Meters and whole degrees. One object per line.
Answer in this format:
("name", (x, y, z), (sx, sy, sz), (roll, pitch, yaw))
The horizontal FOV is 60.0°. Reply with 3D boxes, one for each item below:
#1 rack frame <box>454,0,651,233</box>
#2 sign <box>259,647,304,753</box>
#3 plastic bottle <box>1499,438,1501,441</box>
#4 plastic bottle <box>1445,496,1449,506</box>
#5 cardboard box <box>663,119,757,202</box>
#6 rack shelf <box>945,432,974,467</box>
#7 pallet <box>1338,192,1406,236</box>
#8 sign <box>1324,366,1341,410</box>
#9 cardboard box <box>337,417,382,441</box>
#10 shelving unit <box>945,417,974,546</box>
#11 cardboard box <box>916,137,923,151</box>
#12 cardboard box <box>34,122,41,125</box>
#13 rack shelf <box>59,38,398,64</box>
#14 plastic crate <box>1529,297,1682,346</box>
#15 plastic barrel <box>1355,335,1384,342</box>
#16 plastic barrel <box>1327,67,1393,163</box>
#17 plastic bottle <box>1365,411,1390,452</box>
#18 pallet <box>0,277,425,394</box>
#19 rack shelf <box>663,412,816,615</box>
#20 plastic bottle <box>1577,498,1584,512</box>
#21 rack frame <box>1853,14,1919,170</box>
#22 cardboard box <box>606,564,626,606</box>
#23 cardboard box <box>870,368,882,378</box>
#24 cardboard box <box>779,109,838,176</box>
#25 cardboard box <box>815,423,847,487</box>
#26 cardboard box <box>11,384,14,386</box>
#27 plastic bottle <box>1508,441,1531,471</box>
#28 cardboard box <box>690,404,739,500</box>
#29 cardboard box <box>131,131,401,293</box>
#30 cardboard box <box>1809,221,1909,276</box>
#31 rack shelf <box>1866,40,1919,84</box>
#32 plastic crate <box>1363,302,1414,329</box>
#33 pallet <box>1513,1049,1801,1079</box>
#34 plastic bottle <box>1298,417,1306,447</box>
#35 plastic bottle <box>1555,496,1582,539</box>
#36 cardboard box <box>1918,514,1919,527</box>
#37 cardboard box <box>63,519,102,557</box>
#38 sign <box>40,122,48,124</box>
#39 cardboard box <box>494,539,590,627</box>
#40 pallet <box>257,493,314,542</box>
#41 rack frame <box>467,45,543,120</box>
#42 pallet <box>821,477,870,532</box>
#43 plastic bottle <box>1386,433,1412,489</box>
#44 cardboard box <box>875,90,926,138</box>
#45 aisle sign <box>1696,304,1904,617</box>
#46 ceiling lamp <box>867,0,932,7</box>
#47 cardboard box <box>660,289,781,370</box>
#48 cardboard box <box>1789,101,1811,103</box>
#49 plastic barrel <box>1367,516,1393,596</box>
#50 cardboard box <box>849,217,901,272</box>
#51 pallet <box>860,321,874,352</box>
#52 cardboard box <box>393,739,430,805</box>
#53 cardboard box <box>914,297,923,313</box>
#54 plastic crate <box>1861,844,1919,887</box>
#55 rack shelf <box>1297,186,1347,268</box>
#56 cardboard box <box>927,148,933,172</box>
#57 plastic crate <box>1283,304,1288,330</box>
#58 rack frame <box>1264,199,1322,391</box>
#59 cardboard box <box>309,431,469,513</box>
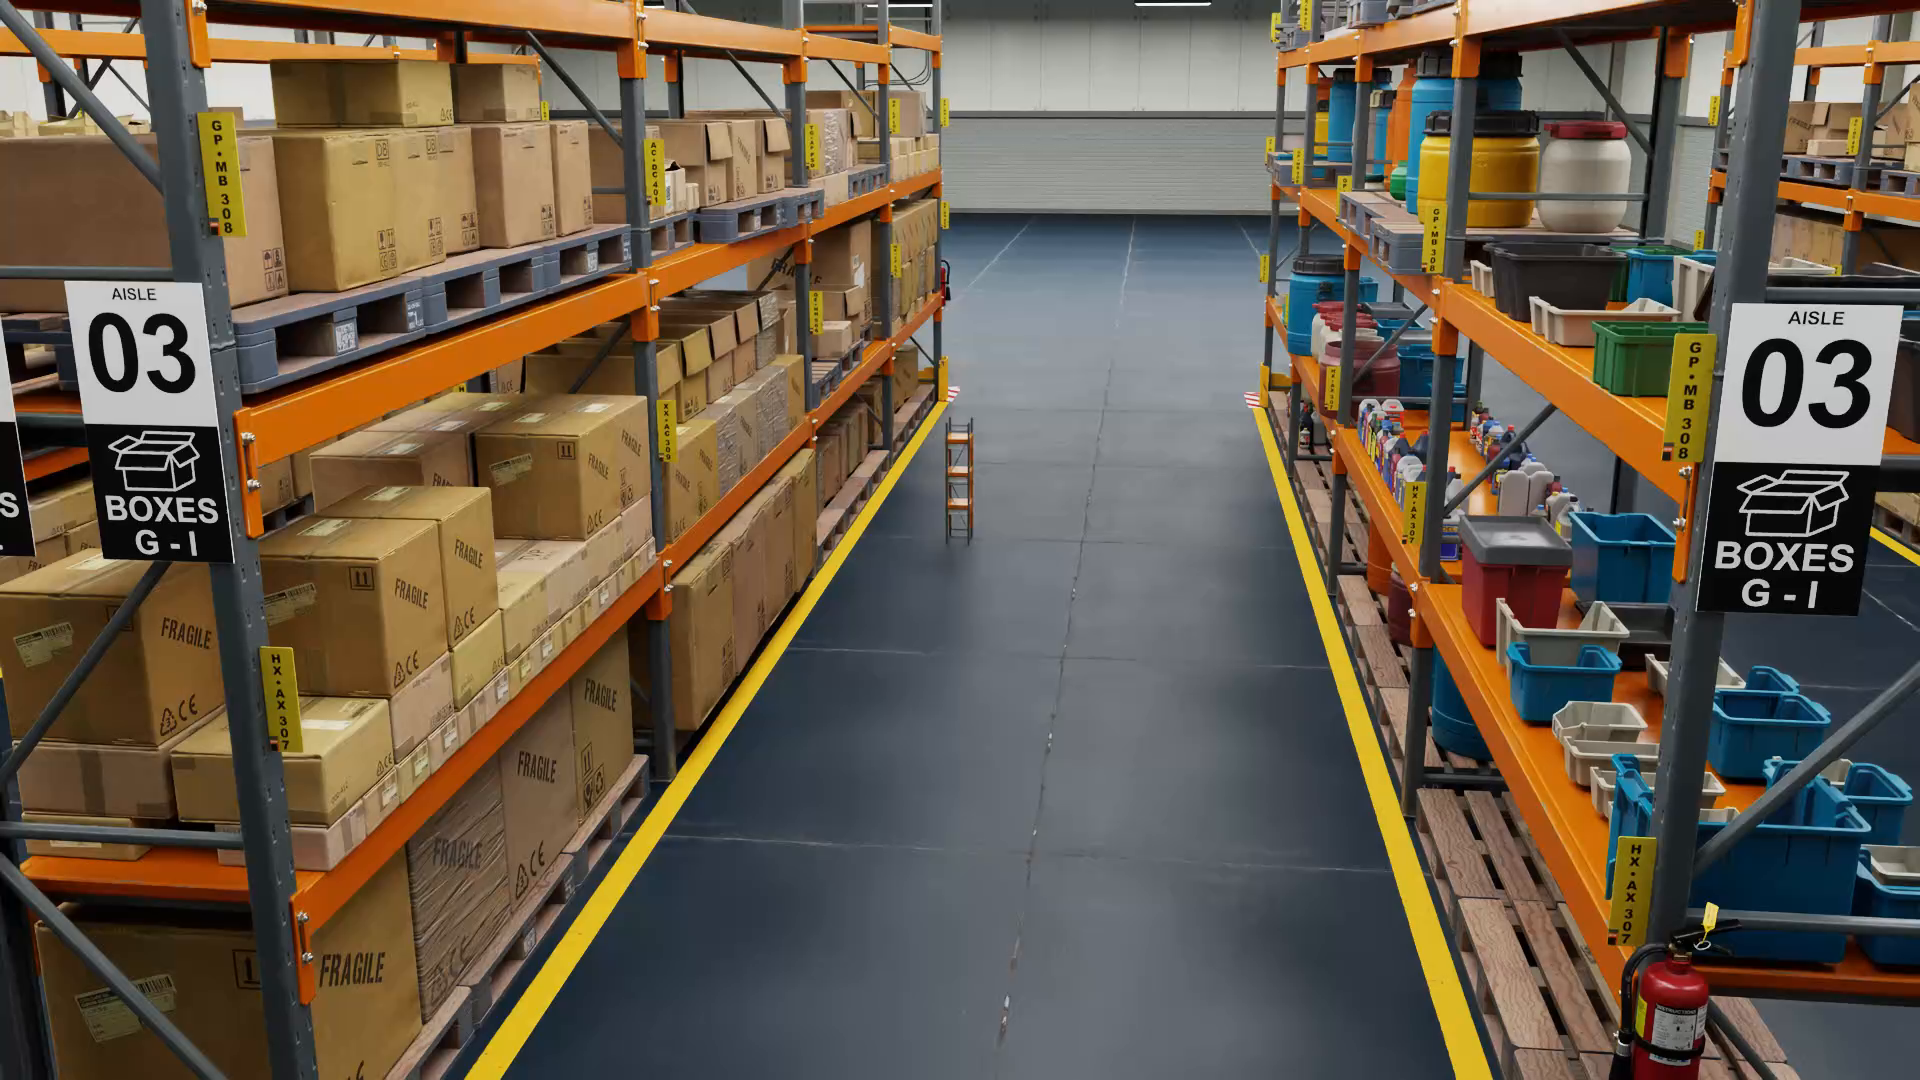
("rack frame", (-2.086, -3.026, 8.114), (1.000, 3.000, 0.127), (2, 15, 6))
("sign", (-1.987, 0.469, 4.871), (0.100, 0.325, 0.005), (2, 15, 6))
("plastic bottle", (3.542, -0.568, 10.895), (0.097, 0.201, 0.097), (0, 15, 0))
("plastic bottle", (2.600, -0.131, 9.137), (0.152, 0.276, 0.135), (2, 15, 6))
("cardboard box", (-1.642, -2.480, 10.844), (0.500, 0.500, 0.500), (3, 15, 9))
("rack shelf", (-0.006, -0.757, 13.902), (0.215, 0.259, 0.240), (2, 15, 6))
("pallet", (3.103, -2.183, 11.104), (1.003, 0.211, 1.213), (2, 15, 6))
("sign", (2.739, -1.115, 12.226), (0.100, 0.325, 0.005), (2, 15, 6))
("cardboard box", (-6.193, -1.080, 15.916), (1.050, 0.750, 0.750), (2, 15, 6))
("shelving unit", (-0.006, -0.493, 13.974), (0.215, 1.050, 0.252), (2, 15, 6))
("cardboard box", (-0.607, -4.392, 18.435), (0.380, 0.149, 0.250), (1, 15, 3))
("cardboard box", (-10.578, -4.620, 18.709), (0.380, 0.149, 0.250), (1, 15, 5))
("rack shelf", (-6.326, -4.214, 14.652), (1.077, 0.370, 4.000), (2, 15, 6))
("plastic crate", (2.371, -0.811, 6.173), (0.437, 0.136, 0.530), (2, 15, 6))
("plastic barrel", (3.191, -1.349, 13.189), (0.421, 0.512, 0.421), (0, 15, 0))
("plastic barrel", (3.957, -4.207, 16.462), (0.600, 0.901, 0.708), (2, 15, 6))
("plastic bottle", (2.865, -0.739, 11.387), (0.152, 0.276, 0.135), (2, 15, 6))
("pallet", (-2.464, -0.691, 5.393), (1.003, 0.211, 1.213), (2, 15, 6))
("rack shelf", (-1.860, -0.302, 10.909), (1.077, 0.370, 4.000), (2, 15, 6))
("plastic bottle", (3.322, -0.095, 9.013), (0.097, 0.271, 0.097), (0, 15, 0))
("rack frame", (8.659, -4.808, 14.704), (1.000, 3.000, 0.127), (2, 15, 6))
("cardboard box", (-1.853, 0.213, 8.108), (0.380, 0.149, 0.250), (1, 15, 5))
("cardboard box", (-1.049, -1.616, 18.375), (0.500, 0.500, 0.500), (0, 15, 1))
("cardboard box", (-1.265, -3.151, 13.173), (0.500, 0.500, 0.500), (2, 15, 7))
("cardboard box", (-1.409, -0.784, 15.260), (0.700, 0.500, 0.500), (0, 15, 1))
("cardboard box", (-6.386, -1.030, 10.761), (0.380, 0.149, 0.250), (2, 15, 6))
("plastic bottle", (3.441, -0.461, 10.216), (0.144, 0.351, 0.185), (2, 15, 6))
("cardboard box", (-1.673, -0.551, 10.260), (0.500, 0.500, 0.500), (1, 15, 5))
("cardboard box", (-2.349, -1.119, 5.619), (0.700, 0.500, 0.500), (1, 15, 4))
("cardboard box", (8.759, -2.833, 16.216), (0.700, 0.500, 0.500), (2, 15, 6))
("rack shelf", (8.434, -3.749, 12.932), (1.077, 0.370, 4.000), (2, 15, 6))
("plastic crate", (3.988, -1.955, 15.525), (0.402, 0.464, 0.583), (2, 15, 6))
("pallet", (2.516, 2.187, 5.671), (1.003, 0.211, 1.213), (2, 15, 6))
("plastic bottle", (3.465, -1.095, 16.825), (0.061, 0.283, 0.133), (2, 15, 9))
("plastic bottle", (3.202, -0.053, 8.705), (0.144, 0.351, 0.185), (2, 15, 6))
("cardboard box", (8.139, -0.158, 13.463), (0.500, 0.250, 0.500), (2, 15, 8))
("cardboard box", (-6.472, 0.115, 11.976), (0.500, 0.500, 0.500), (1, 15, 4))
("sign", (-7.102, -3.094, 12.970), (0.100, 0.325, 0.005), (2, 15, 6))
("cardboard box", (-1.988, 0.188, 7.439), (0.500, 0.250, 0.500), (2, 15, 7))
("pallet", (-6.388, -0.196, 14.483), (1.003, 0.211, 1.213), (2, 15, 6))
("rack frame", (-5.649, -6.311, 20.261), (1.000, 3.000, 0.127), (2, 15, 6))
("pallet", (-1.405, -0.340, 15.014), (1.003, 0.211, 1.213), (2, 15, 6))
("plastic bottle", (2.738, -0.494, 10.338), (0.144, 0.351, 0.185), (2, 15, 6))
("cardboard box", (-0.655, -4.714, 18.384), (0.500, 0.500, 0.500), (2, 15, 6))
("aisle sign", (2.085, -0.192, 4.144), (0.394, 0.787, 0.004), (2, 15, 6))
("ceiling lamp", (-1.474, -15.660, 43.655), (2.000, 3.185, 0.800), (2, 15, 6))
("cardboard box", (-1.733, -1.511, 11.890), (0.797, 0.503, 0.637), (2, 15, 8))
("cardboard box", (9.042, -4.569, 18.295), (0.797, 0.503, 0.637), (3, 15, 10))
("plastic barrel", (3.248, -0.049, 11.951), (0.600, 0.830, 0.708), (2, 15, 6))
("cardboard box", (-0.880, -2.989, 16.792), (0.500, 0.500, 0.500), (2, 15, 6))
("pallet", (-1.414, -1.918, 15.878), (1.003, 0.211, 1.213), (2, 15, 6))
("cardboard box", (-2.113, 0.813, 5.889), (0.380, 0.149, 0.250), (1, 15, 5))
("cardboard box", (-0.624, -2.649, 18.694), (0.380, 0.149, 0.250), (2, 15, 6))
("plastic crate", (2.857, 1.016, 5.047), (0.250, 0.136, 0.298), (2, 15, 6))
("rack shelf", (3.512, -2.641, 13.815), (1.077, 0.370, 4.000), (2, 15, 6))
("cardboard box", (-0.587, -4.356, 19.066), (0.500, 0.250, 0.500), (2, 15, 7))
("plastic crate", (3.593, -2.282, 17.141), (0.499, 0.251, 0.616), (2, 15, 6))
("rack frame", (4.189, -3.097, 19.867), (1.000, 3.000, 0.127), (2, 15, 6))
("cardboard box", (-2.511, -0.184, 7.377), (0.500, 0.500, 0.500), (1, 15, 4))
